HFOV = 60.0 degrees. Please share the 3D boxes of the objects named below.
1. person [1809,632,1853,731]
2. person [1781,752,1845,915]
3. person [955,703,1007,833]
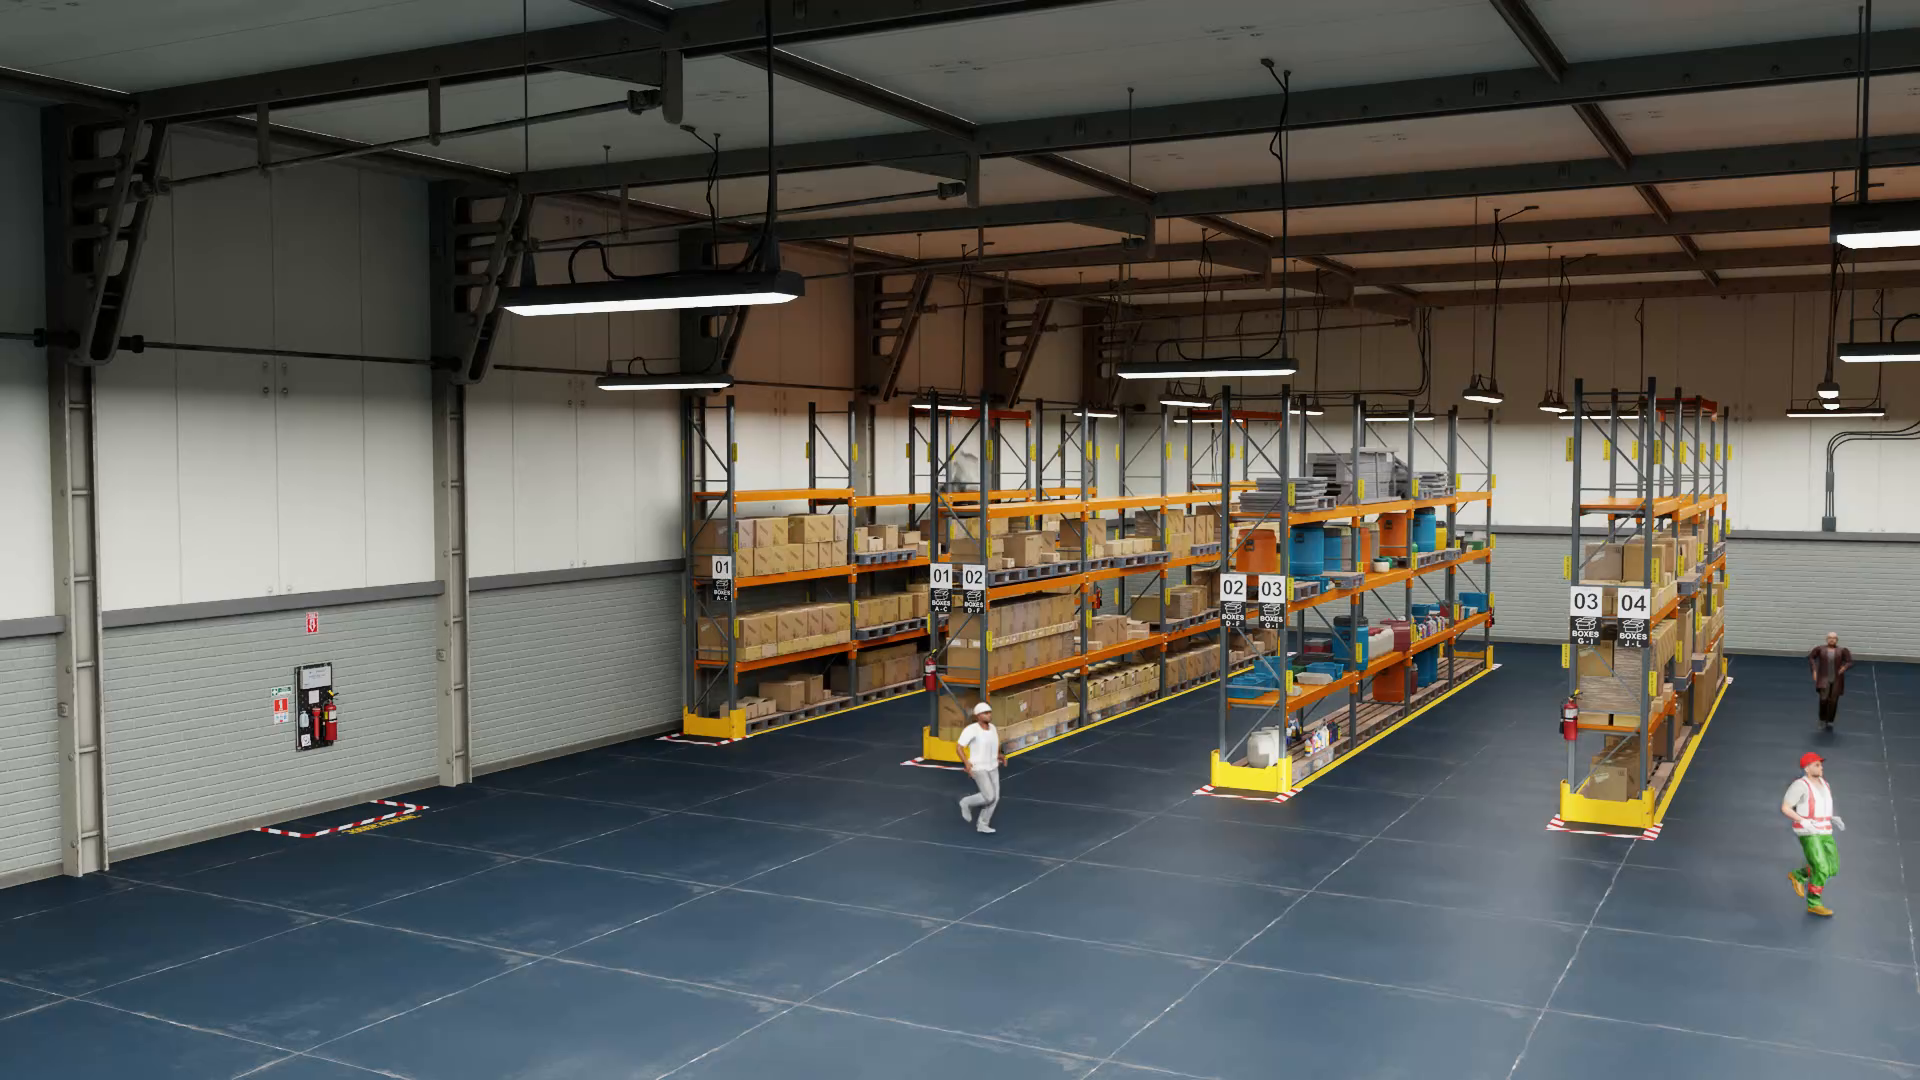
[{"bbox_3d":[15.673,2.554,29.928,0.701,1.792,0.766,1,3,23],"label":"person"},{"bbox_3d":[9.256,3.177,18.116,0.655,1.738,0.631,-1,3,-23],"label":"person"},{"bbox_3d":[0.300,2.999,21.892,0.705,1.723,0.587,-3,4,-44],"label":"person"}]
